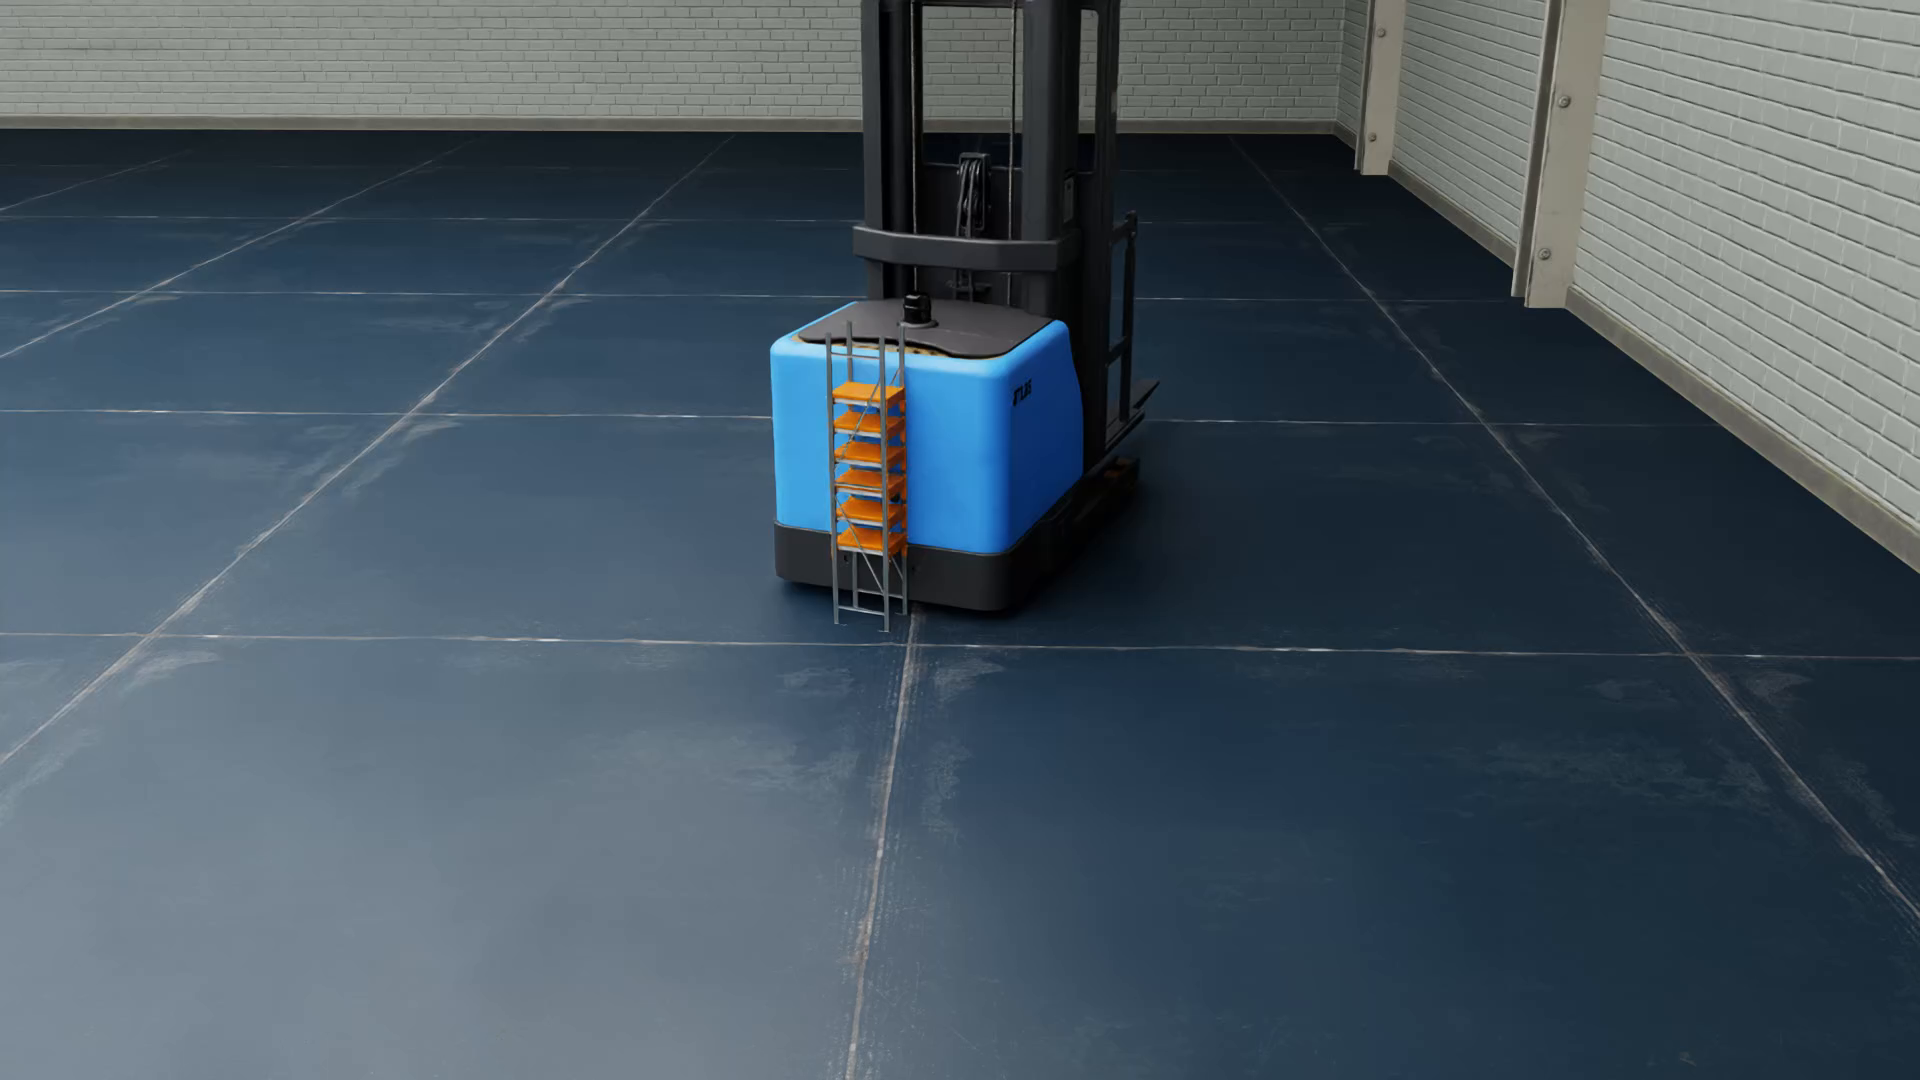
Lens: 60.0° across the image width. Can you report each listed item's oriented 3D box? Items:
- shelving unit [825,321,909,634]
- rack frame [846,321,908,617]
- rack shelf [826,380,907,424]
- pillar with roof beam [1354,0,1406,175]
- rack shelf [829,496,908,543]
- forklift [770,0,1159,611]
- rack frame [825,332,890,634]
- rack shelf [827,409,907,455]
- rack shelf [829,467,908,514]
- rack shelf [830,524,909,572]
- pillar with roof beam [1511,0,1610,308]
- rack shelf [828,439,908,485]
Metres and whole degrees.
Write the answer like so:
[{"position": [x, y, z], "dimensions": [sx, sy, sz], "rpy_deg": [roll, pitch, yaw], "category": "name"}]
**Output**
[{"position": [-0.357, -0.235, 6.476], "dimensions": [0.258, 1.200, 0.189], "rpy_deg": [8, 23, 20], "category": "shelving unit"}, {"position": [-0.324, -0.266, 6.555], "dimensions": [0.240, 1.200, 0.006], "rpy_deg": [8, 23, 20], "category": "rack frame"}, {"position": [-0.357, -0.529, 6.362], "dimensions": [0.258, 0.103, 0.180], "rpy_deg": [8, 23, 20], "category": "rack shelf"}, {"position": [0.046, -8.126, 16.033], "dimensions": [9.100, 9.000, 0.400], "rpy_deg": [1, 21, 2], "category": "pillar with roof beam"}, {"position": [-0.357, -0.082, 6.535], "dimensions": [0.258, 0.103, 0.180], "rpy_deg": [8, 23, 20], "category": "rack shelf"}, {"position": [0.236, -1.584, 7.561], "dimensions": [1.130, 2.935, 3.031], "rpy_deg": [8, 23, 20], "category": "forklift"}, {"position": [-0.390, -0.204, 6.396], "dimensions": [0.240, 1.200, 0.006], "rpy_deg": [8, 23, 20], "category": "rack frame"}, {"position": [-0.357, -0.417, 6.405], "dimensions": [0.258, 0.103, 0.180], "rpy_deg": [8, 23, 20], "category": "rack shelf"}, {"position": [-0.357, -0.194, 6.492], "dimensions": [0.258, 0.103, 0.180], "rpy_deg": [8, 23, 20], "category": "rack shelf"}, {"position": [-0.357, 0.030, 6.579], "dimensions": [0.258, 0.103, 0.180], "rpy_deg": [8, 23, 20], "category": "rack shelf"}, {"position": [-0.137, -5.957, 10.442], "dimensions": [9.100, 9.000, 0.400], "rpy_deg": [1, 21, 2], "category": "pillar with roof beam"}, {"position": [-0.357, -0.305, 6.448], "dimensions": [0.258, 0.103, 0.180], "rpy_deg": [8, 23, 20], "category": "rack shelf"}]
